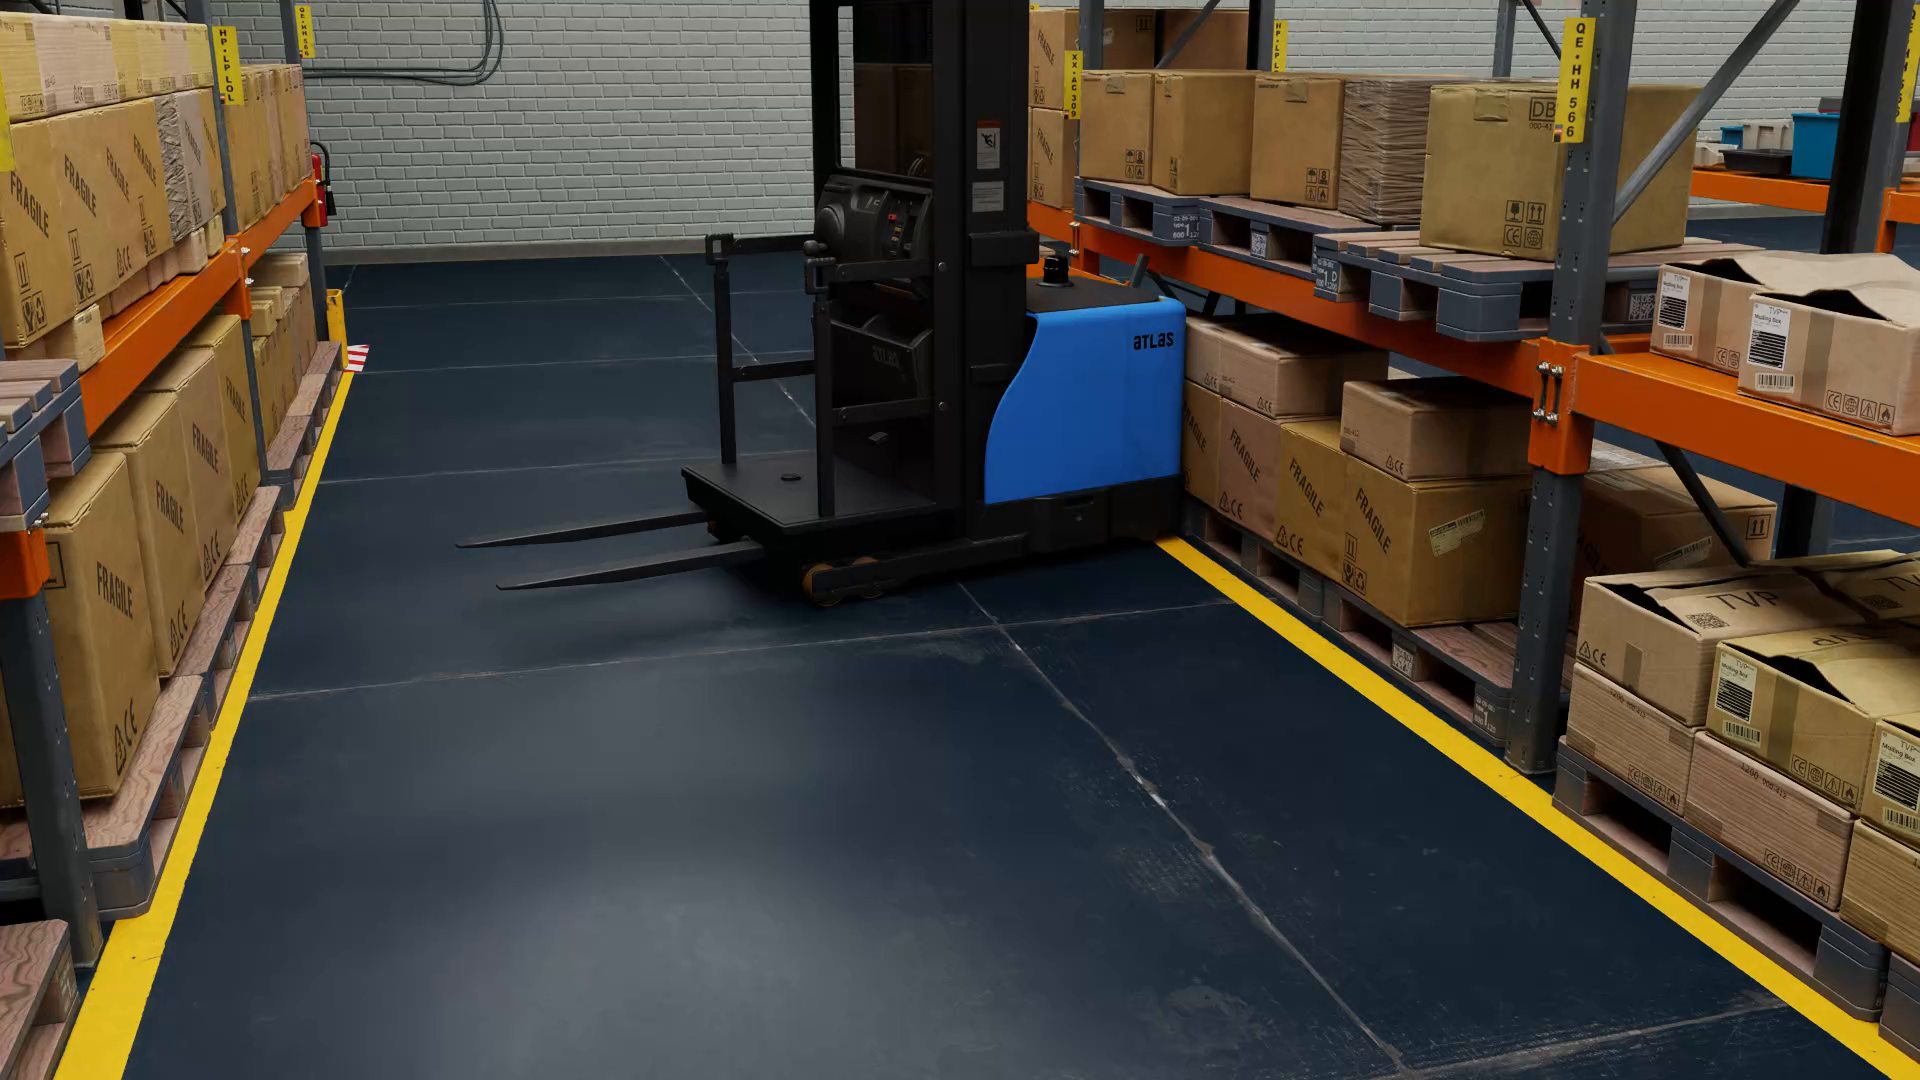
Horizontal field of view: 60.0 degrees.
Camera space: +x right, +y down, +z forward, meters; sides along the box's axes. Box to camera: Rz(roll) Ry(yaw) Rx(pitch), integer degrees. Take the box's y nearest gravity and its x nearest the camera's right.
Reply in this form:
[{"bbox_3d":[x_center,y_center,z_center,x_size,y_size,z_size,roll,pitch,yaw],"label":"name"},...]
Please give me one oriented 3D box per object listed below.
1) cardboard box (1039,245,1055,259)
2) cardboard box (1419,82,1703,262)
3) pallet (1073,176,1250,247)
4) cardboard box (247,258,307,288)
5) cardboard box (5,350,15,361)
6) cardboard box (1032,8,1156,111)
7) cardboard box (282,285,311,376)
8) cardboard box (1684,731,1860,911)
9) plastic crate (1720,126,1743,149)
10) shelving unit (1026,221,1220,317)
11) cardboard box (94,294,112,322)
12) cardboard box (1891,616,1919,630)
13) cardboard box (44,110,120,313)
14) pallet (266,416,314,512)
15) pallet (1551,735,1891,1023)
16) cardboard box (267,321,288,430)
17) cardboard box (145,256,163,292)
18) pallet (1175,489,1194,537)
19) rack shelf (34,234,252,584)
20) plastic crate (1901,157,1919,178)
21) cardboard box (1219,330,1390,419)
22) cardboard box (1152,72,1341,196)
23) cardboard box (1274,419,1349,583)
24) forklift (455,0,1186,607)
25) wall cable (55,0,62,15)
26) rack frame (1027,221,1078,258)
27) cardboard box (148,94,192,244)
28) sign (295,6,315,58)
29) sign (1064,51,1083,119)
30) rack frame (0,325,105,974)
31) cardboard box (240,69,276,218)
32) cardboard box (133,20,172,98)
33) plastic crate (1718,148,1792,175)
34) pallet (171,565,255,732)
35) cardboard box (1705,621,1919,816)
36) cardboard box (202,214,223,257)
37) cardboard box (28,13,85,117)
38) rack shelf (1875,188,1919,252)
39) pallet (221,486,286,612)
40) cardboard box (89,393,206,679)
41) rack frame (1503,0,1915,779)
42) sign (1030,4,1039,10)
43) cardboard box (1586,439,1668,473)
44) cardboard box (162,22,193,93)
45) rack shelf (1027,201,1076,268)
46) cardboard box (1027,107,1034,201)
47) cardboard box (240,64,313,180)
[{"bbox_3d":[0.369,-1.865,12.028,0.500,0.500,0.500,-5,17,-15],"label":"cardboard box"},{"bbox_3d":[1.900,-1.184,5.276,0.700,0.500,0.500,-12,20,-34],"label":"cardboard box"},{"bbox_3d":[1.197,-1.555,7.747,1.003,0.211,1.213,-5,17,-15],"label":"pallet"},{"bbox_3d":[-4.209,-1.627,10.143,0.380,0.149,0.250,-4,17,-14],"label":"cardboard box"},{"bbox_3d":[-2.448,-0.376,3.891,0.380,0.149,0.250,-5,17,-16],"label":"cardboard box"},{"bbox_3d":[0.695,-2.522,8.724,0.500,0.500,0.500,-5,17,-15],"label":"cardboard box"},{"bbox_3d":[-4.353,-1.270,10.081,0.700,0.500,0.500,-5,17,-15],"label":"cardboard box"},{"bbox_3d":[2.182,0.653,4.114,0.500,0.250,0.500,-5,17,-17],"label":"cardboard box"},{"bbox_3d":[5.558,-2.774,11.660,0.416,0.233,0.300,-5,17,-15],"label":"plastic crate"},{"bbox_3d":[0.571,-0.856,8.022,0.538,1.125,1.048,13,11,-34],"label":"shelving unit"},{"bbox_3d":[-2.828,-0.730,5.069,0.380,0.149,0.250,-4,17,-14],"label":"cardboard box"},{"bbox_3d":[2.711,0.346,4.161,0.500,0.311,0.500,-5,17,-16],"label":"cardboard box"},{"bbox_3d":[-2.603,-0.877,4.433,0.500,0.500,0.500,-4,17,-13],"label":"cardboard box"},{"bbox_3d":[-3.813,-0.365,8.299,1.003,0.211,1.213,-5,17,-15],"label":"pallet"},{"bbox_3d":[2.370,0.796,4.434,1.003,0.211,1.213,-5,17,-15],"label":"pallet"},{"bbox_3d":[-3.921,-0.842,8.655,0.700,0.500,0.500,-5,17,-16],"label":"cardboard box"},{"bbox_3d":[-3.007,-0.947,5.792,0.380,0.149,0.250,-5,17,-17],"label":"cardboard box"},{"bbox_3d":[1.342,-0.319,8.146,1.003,0.211,1.213,-5,17,-15],"label":"pallet"},{"bbox_3d":[-3.130,-0.586,5.439,1.077,0.370,4.000,-5,17,-15],"label":"rack shelf"},{"bbox_3d":[5.856,-2.309,10.280,0.396,0.136,0.243,-5,17,-15],"label":"plastic crate"},{"bbox_3d":[1.394,-0.681,6.781,0.500,0.250,0.500,-5,17,-16],"label":"cardboard box"},{"bbox_3d":[1.247,-1.791,7.298,0.700,0.500,0.500,-2,17,-6],"label":"cardboard box"},{"bbox_3d":[1.557,-0.167,6.373,0.500,0.500,0.500,-5,18,-17],"label":"cardboard box"},{"bbox_3d":[-0.542,-1.313,6.730,3.031,2.935,1.130,-9,19,-29],"label":"forklift"},{"bbox_3d":[-6.040,-3.356,11.644,0.084,1.984,1.851,-5,17,-15],"label":"wall cable"},{"bbox_3d":[0.321,-1.013,8.436,0.500,1.125,0.032,13,11,-34],"label":"rack frame"},{"bbox_3d":[-3.031,-1.296,5.826,0.500,0.500,0.500,-5,17,-15],"label":"cardboard box"},{"bbox_3d":[-4.253,-3.297,10.790,0.100,0.325,0.005,-5,17,-15],"label":"sign"},{"bbox_3d":[0.563,-2.246,8.210,0.100,0.325,0.005,-5,17,-15],"label":"sign"},{"bbox_3d":[-2.580,-0.377,3.494,1.000,3.000,0.127,-5,17,-15],"label":"rack frame"},{"bbox_3d":[-4.008,-1.981,8.311,0.980,0.700,0.700,-5,17,-17],"label":"cardboard box"},{"bbox_3d":[-3.034,-1.650,5.703,0.500,0.250,0.500,-4,17,-14],"label":"cardboard box"},{"bbox_3d":[5.280,-2.452,10.776,0.437,0.125,0.590,-5,17,-15],"label":"plastic crate"},{"bbox_3d":[-3.056,0.397,5.762,1.003,0.211,1.213,-5,17,-15],"label":"pallet"},{"bbox_3d":[2.196,0.390,4.014,0.500,0.311,0.500,-5,17,-17],"label":"cardboard box"},{"bbox_3d":[-3.222,-1.234,6.747,0.380,0.149,0.250,-4,17,-14],"label":"cardboard box"},{"bbox_3d":[-2.606,-1.231,4.306,0.500,0.250,0.500,-5,17,-16],"label":"cardboard box"},{"bbox_3d":[6.396,-1.369,8.046,1.077,0.370,4.000,-5,17,-15],"label":"rack shelf"},{"bbox_3d":[-3.395,0.059,6.888,1.003,0.211,1.213,-5,17,-15],"label":"pallet"},{"bbox_3d":[-2.891,-0.005,5.263,0.750,0.750,0.750,-5,17,-16],"label":"cardboard box"},{"bbox_3d":[2.182,-0.770,4.801,1.000,3.000,0.127,-5,17,-15],"label":"rack frame"},{"bbox_3d":[0.522,-3.727,12.083,0.100,0.325,0.005,-5,17,-15],"label":"sign"},{"bbox_3d":[2.182,-0.076,6.072,0.500,0.500,0.500,-5,18,-17],"label":"cardboard box"},{"bbox_3d":[-3.174,-1.792,6.173,0.500,0.250,0.500,-4,17,-14],"label":"cardboard box"},{"bbox_3d":[0.533,-2.085,10.430,1.077,0.370,4.000,-5,17,-15],"label":"rack shelf"},{"bbox_3d":[0.555,-2.185,9.337,0.500,0.500,0.500,-4,17,-14],"label":"cardboard box"},{"bbox_3d":[-4.629,-2.593,10.350,0.980,0.700,0.700,-4,17,-13],"label":"cardboard box"}]
